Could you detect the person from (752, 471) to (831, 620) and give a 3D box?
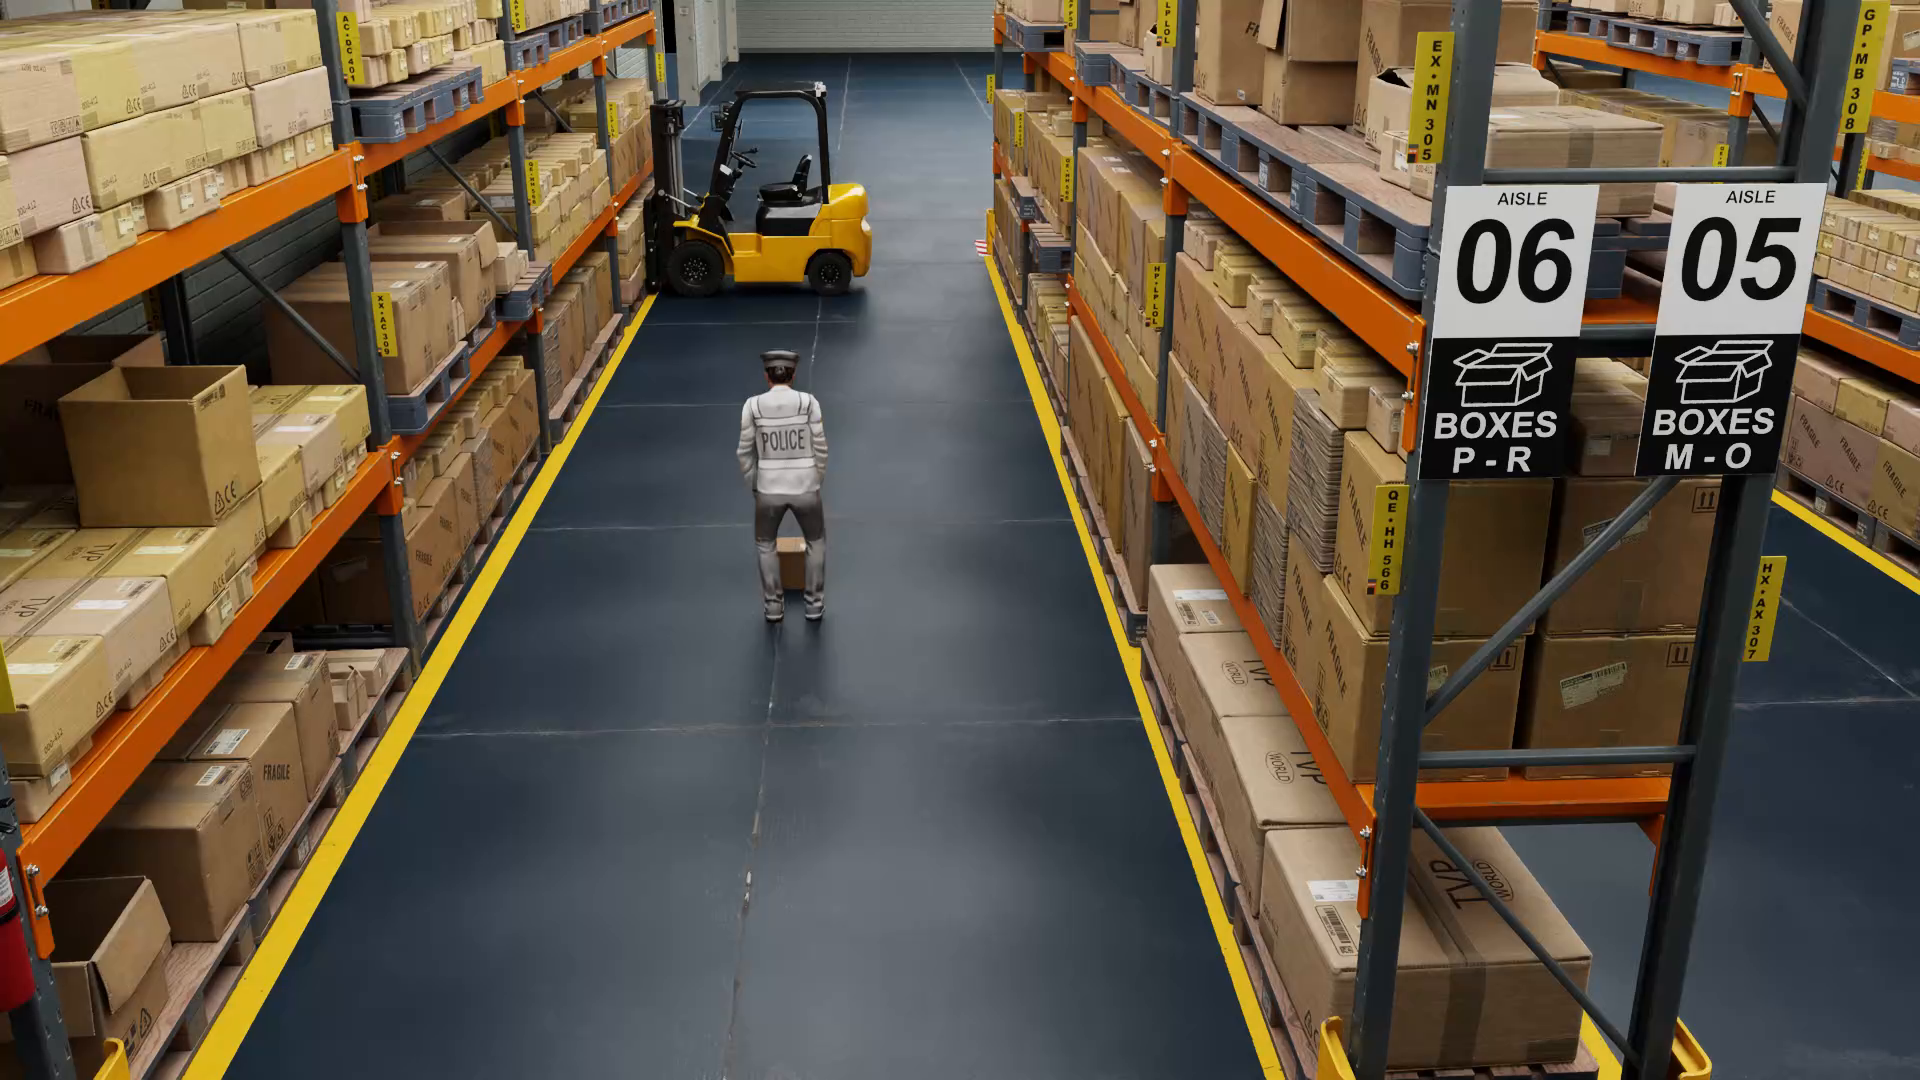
[{"bbox_3d":[-0.994,0.008,9.809,0.469,0.821,0.897,-2,21,-5],"label":"person"}]
